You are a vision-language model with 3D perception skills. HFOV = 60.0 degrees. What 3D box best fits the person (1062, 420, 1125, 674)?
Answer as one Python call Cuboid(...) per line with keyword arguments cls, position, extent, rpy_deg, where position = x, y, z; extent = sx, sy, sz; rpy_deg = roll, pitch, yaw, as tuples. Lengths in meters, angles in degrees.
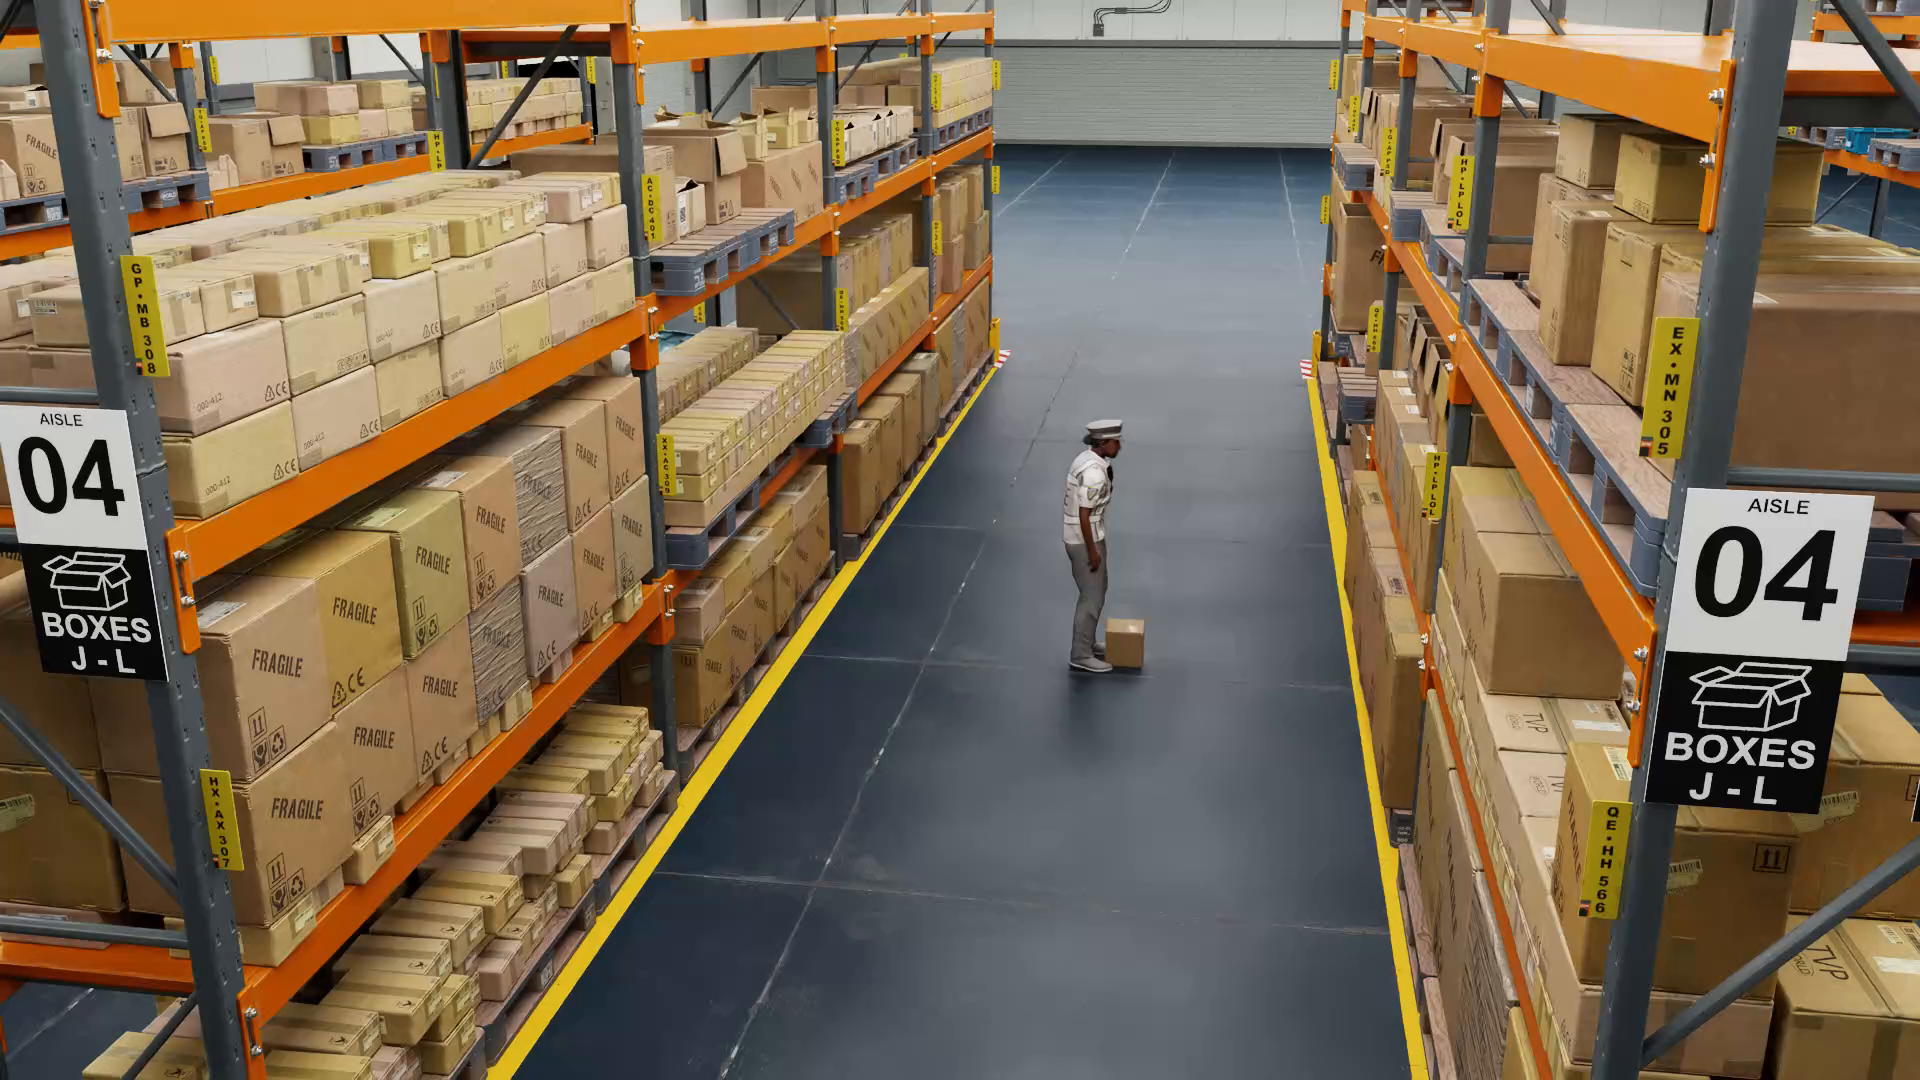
Cuboid(cls="person", position=(0.872, 0.019, 11.003), extent=(0.397, 1.656, 0.514), rpy_deg=(2, 18, 6))
